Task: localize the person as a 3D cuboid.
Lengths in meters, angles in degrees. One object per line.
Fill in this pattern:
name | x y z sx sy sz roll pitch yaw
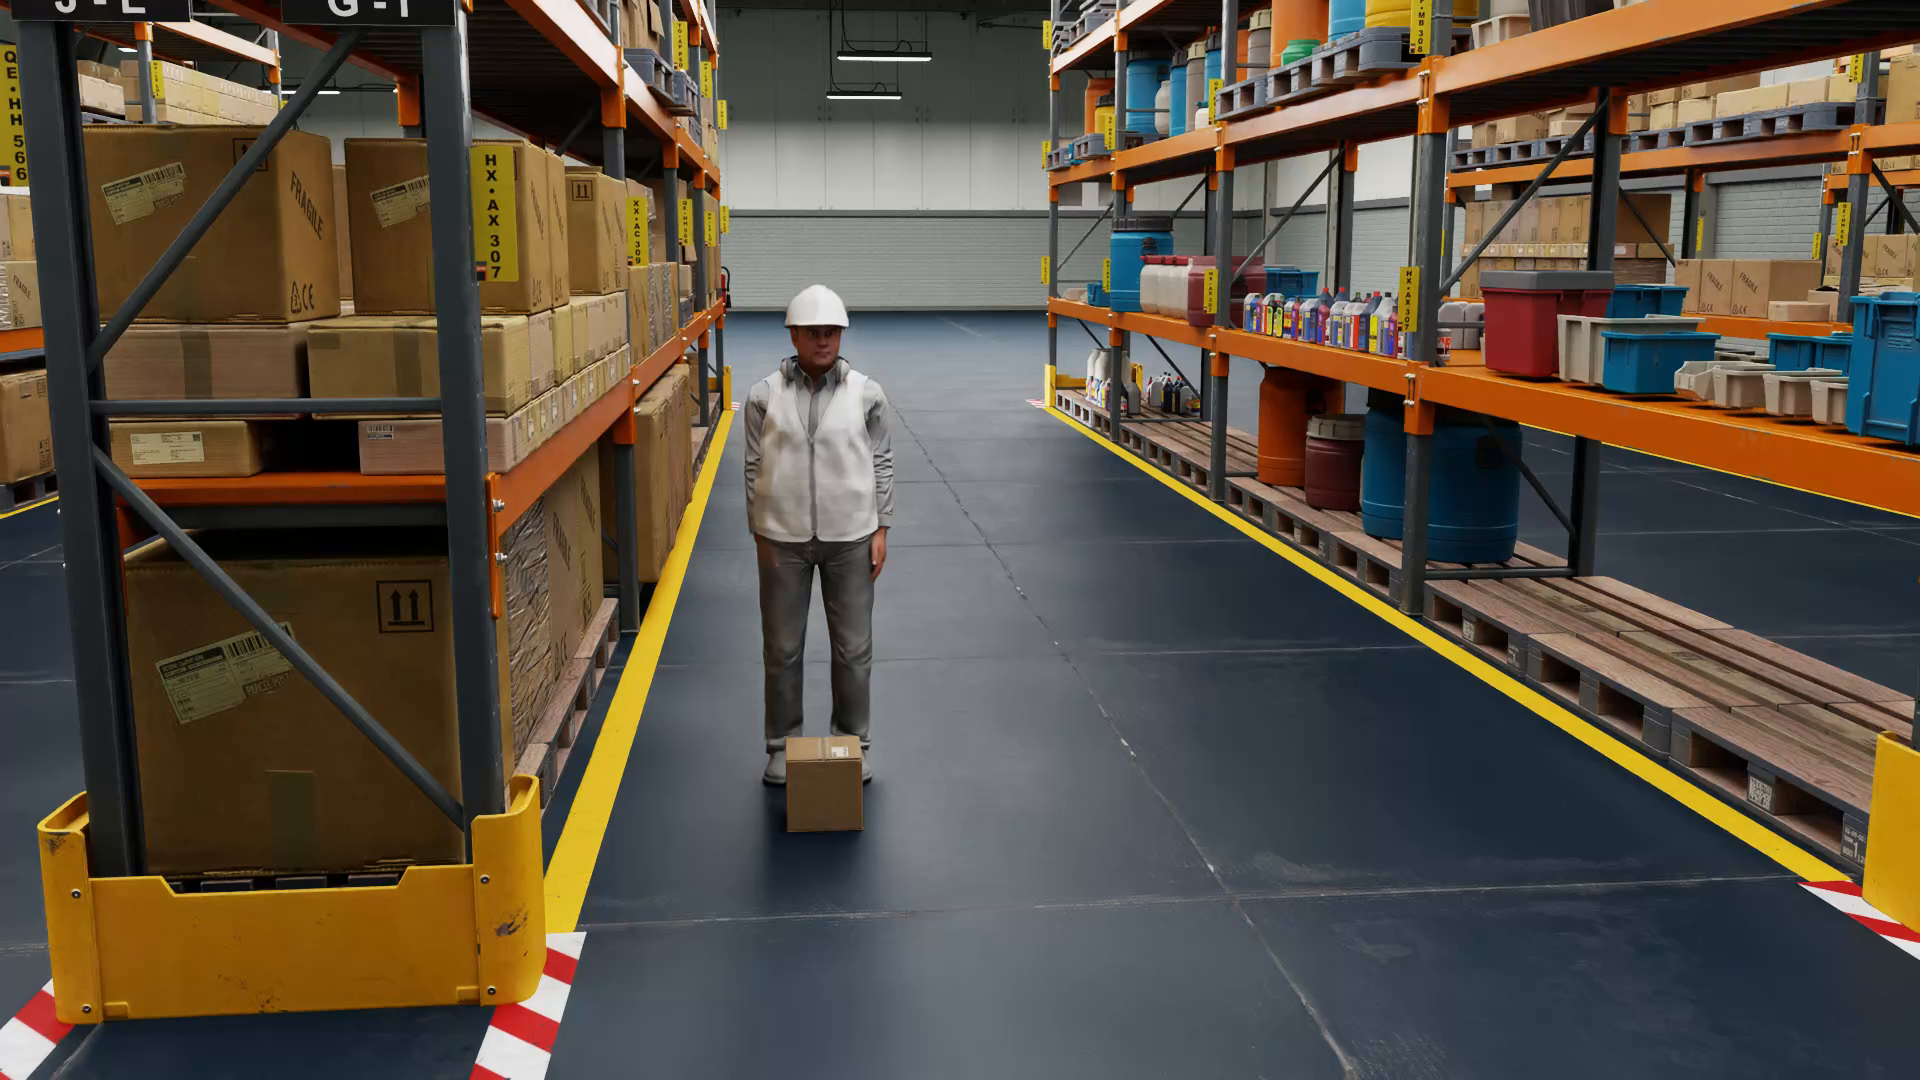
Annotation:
person | -0.497 -0.015 5.924 0.531 1.767 0.359 -1 10 -5
